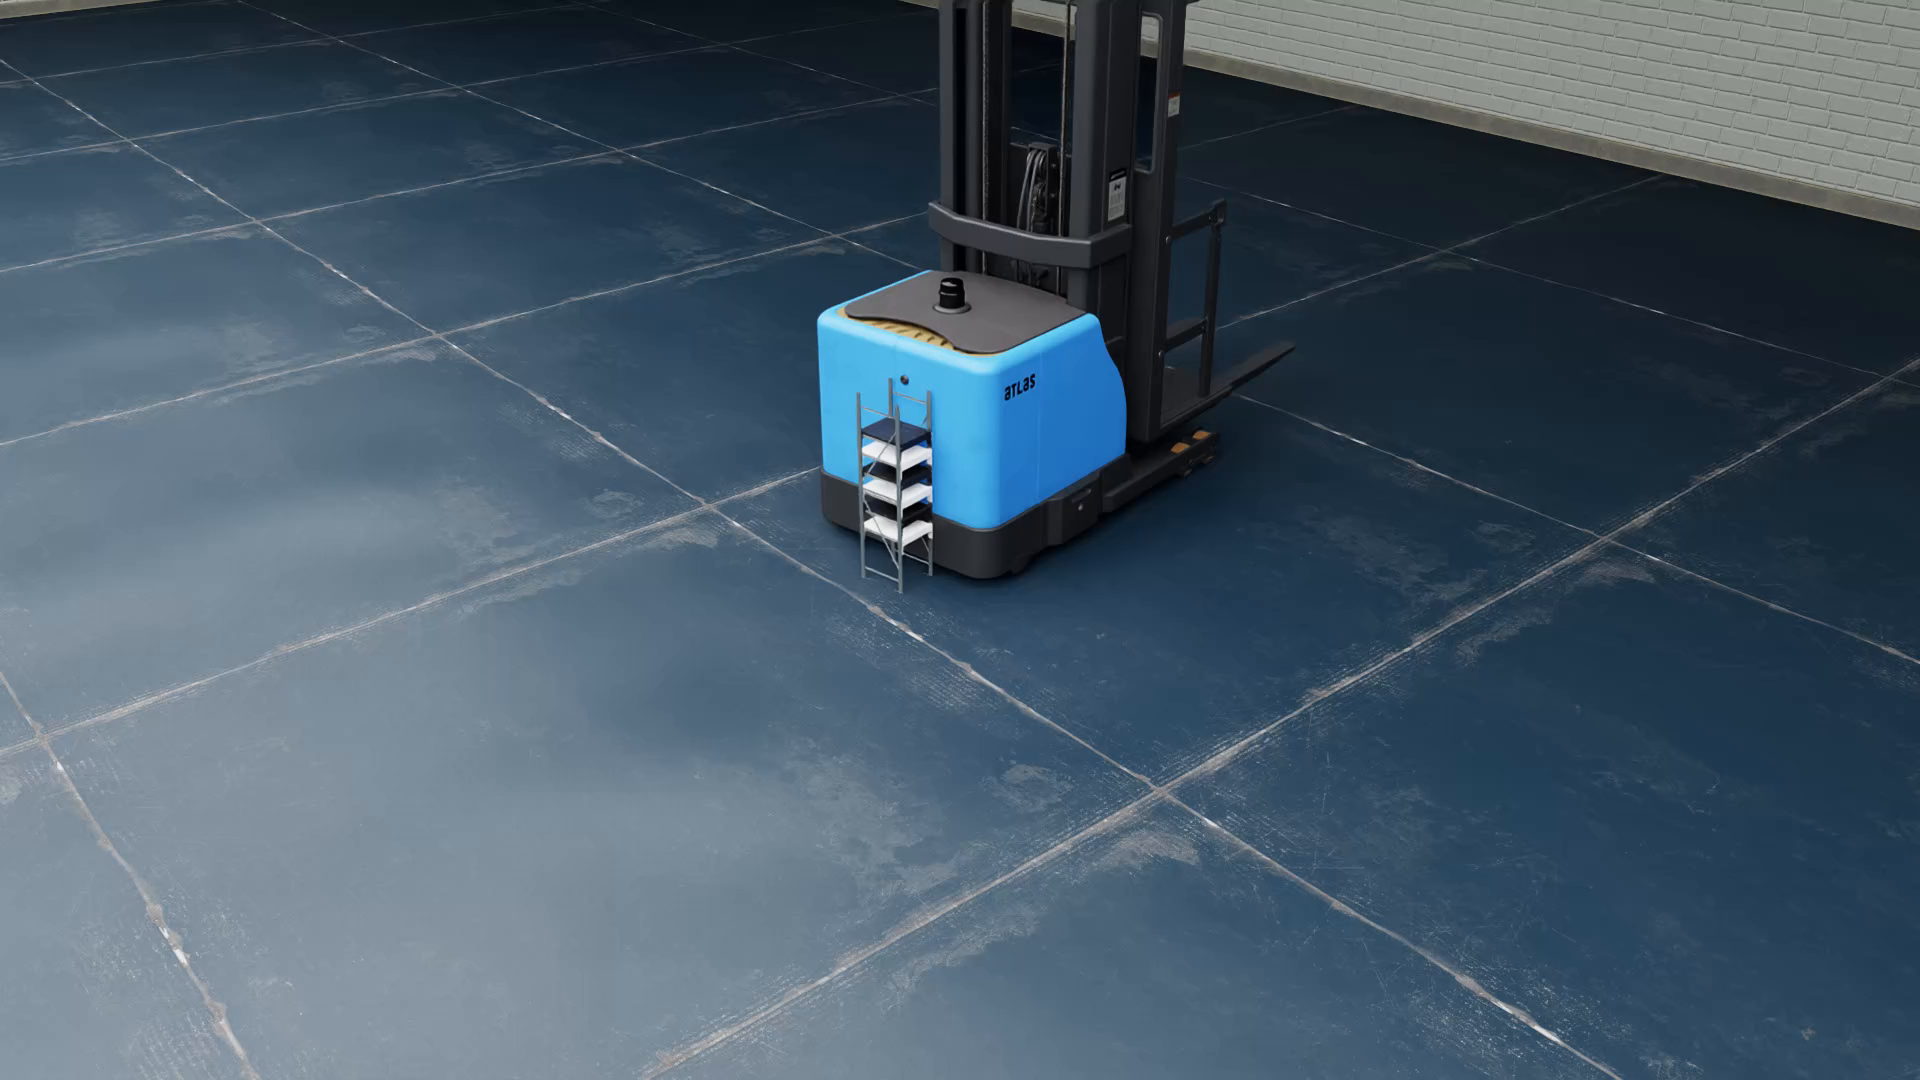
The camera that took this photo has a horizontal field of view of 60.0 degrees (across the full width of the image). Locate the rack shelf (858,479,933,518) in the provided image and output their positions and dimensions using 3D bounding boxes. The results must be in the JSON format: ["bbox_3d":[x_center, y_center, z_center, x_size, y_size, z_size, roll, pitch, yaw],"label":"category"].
[{"bbox_3d":[-0.280,-0.200,7.240,0.258,0.077,0.200,21,35,34],"label":"rack shelf"}]

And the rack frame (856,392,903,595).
[{"bbox_3d":[-0.345,-0.192,7.155,0.240,0.900,0.006,21,35,34],"label":"rack frame"}]

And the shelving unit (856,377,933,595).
[{"bbox_3d":[-0.280,-0.229,7.225,0.258,0.900,0.210,21,35,34],"label":"shelving unit"}]

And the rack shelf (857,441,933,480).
[{"bbox_3d":[-0.280,-0.359,7.156,0.258,0.077,0.200,21,35,34],"label":"rack shelf"}]

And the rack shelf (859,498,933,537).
[{"bbox_3d":[-0.280,-0.121,7.283,0.258,0.077,0.200,21,35,34],"label":"rack shelf"}]

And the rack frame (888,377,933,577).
[{"bbox_3d":[-0.216,-0.267,7.294,0.240,0.900,0.006,21,35,34],"label":"rack frame"}]

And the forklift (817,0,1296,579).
[{"bbox_3d":[0.672,-1.747,7.909,1.130,2.935,3.031,21,35,34],"label":"forklift"}]

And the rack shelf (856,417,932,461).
[{"bbox_3d":[-0.280,-0.438,7.113,0.258,0.077,0.200,21,35,34],"label":"rack shelf"}]

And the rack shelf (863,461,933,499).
[{"bbox_3d":[-0.280,-0.279,7.198,0.258,0.077,0.200,21,35,34],"label":"rack shelf"}]

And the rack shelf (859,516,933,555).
[{"bbox_3d":[-0.280,-0.041,7.325,0.258,0.077,0.200,21,35,34],"label":"rack shelf"}]
